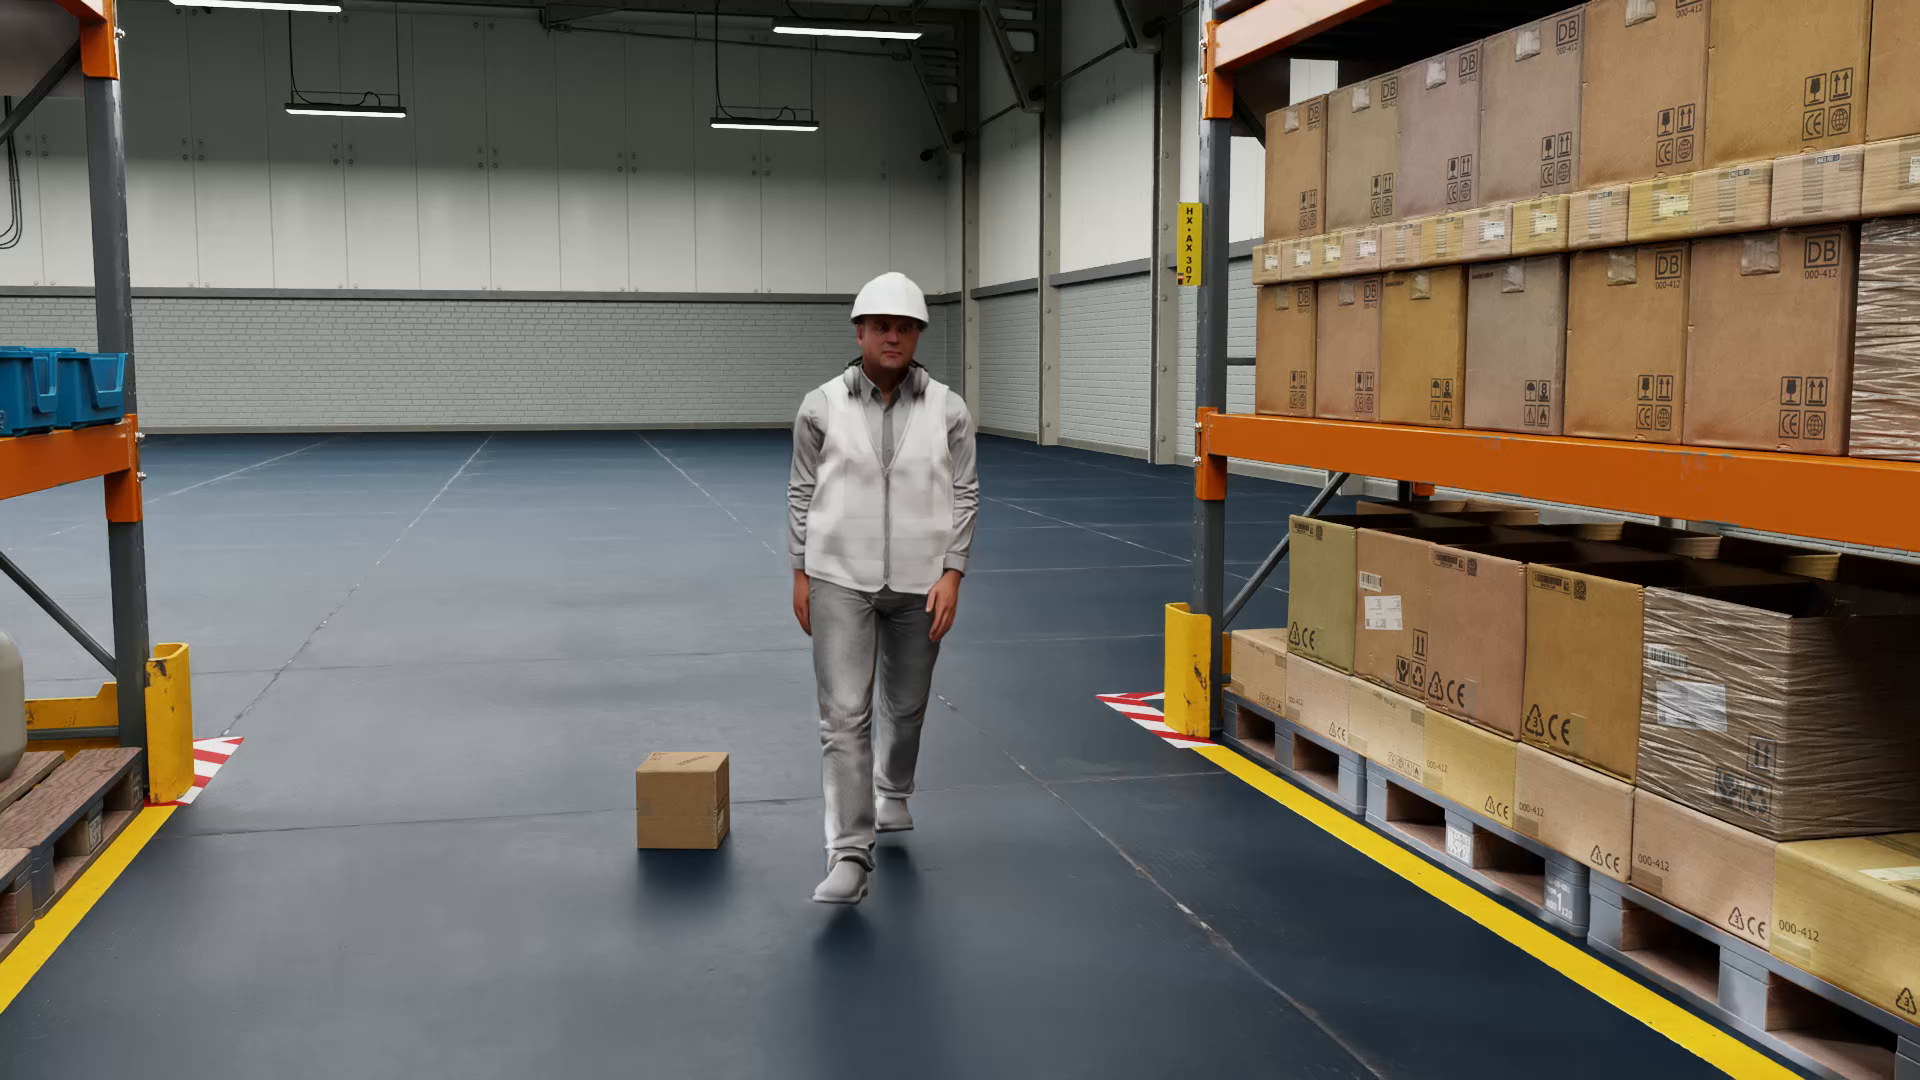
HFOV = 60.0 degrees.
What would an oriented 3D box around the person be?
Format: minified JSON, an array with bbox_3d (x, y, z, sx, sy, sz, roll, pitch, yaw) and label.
[{"bbox_3d":[-0.216,0.101,4.806,0.549,1.728,1.003,-1,6,-10],"label":"person"}]
